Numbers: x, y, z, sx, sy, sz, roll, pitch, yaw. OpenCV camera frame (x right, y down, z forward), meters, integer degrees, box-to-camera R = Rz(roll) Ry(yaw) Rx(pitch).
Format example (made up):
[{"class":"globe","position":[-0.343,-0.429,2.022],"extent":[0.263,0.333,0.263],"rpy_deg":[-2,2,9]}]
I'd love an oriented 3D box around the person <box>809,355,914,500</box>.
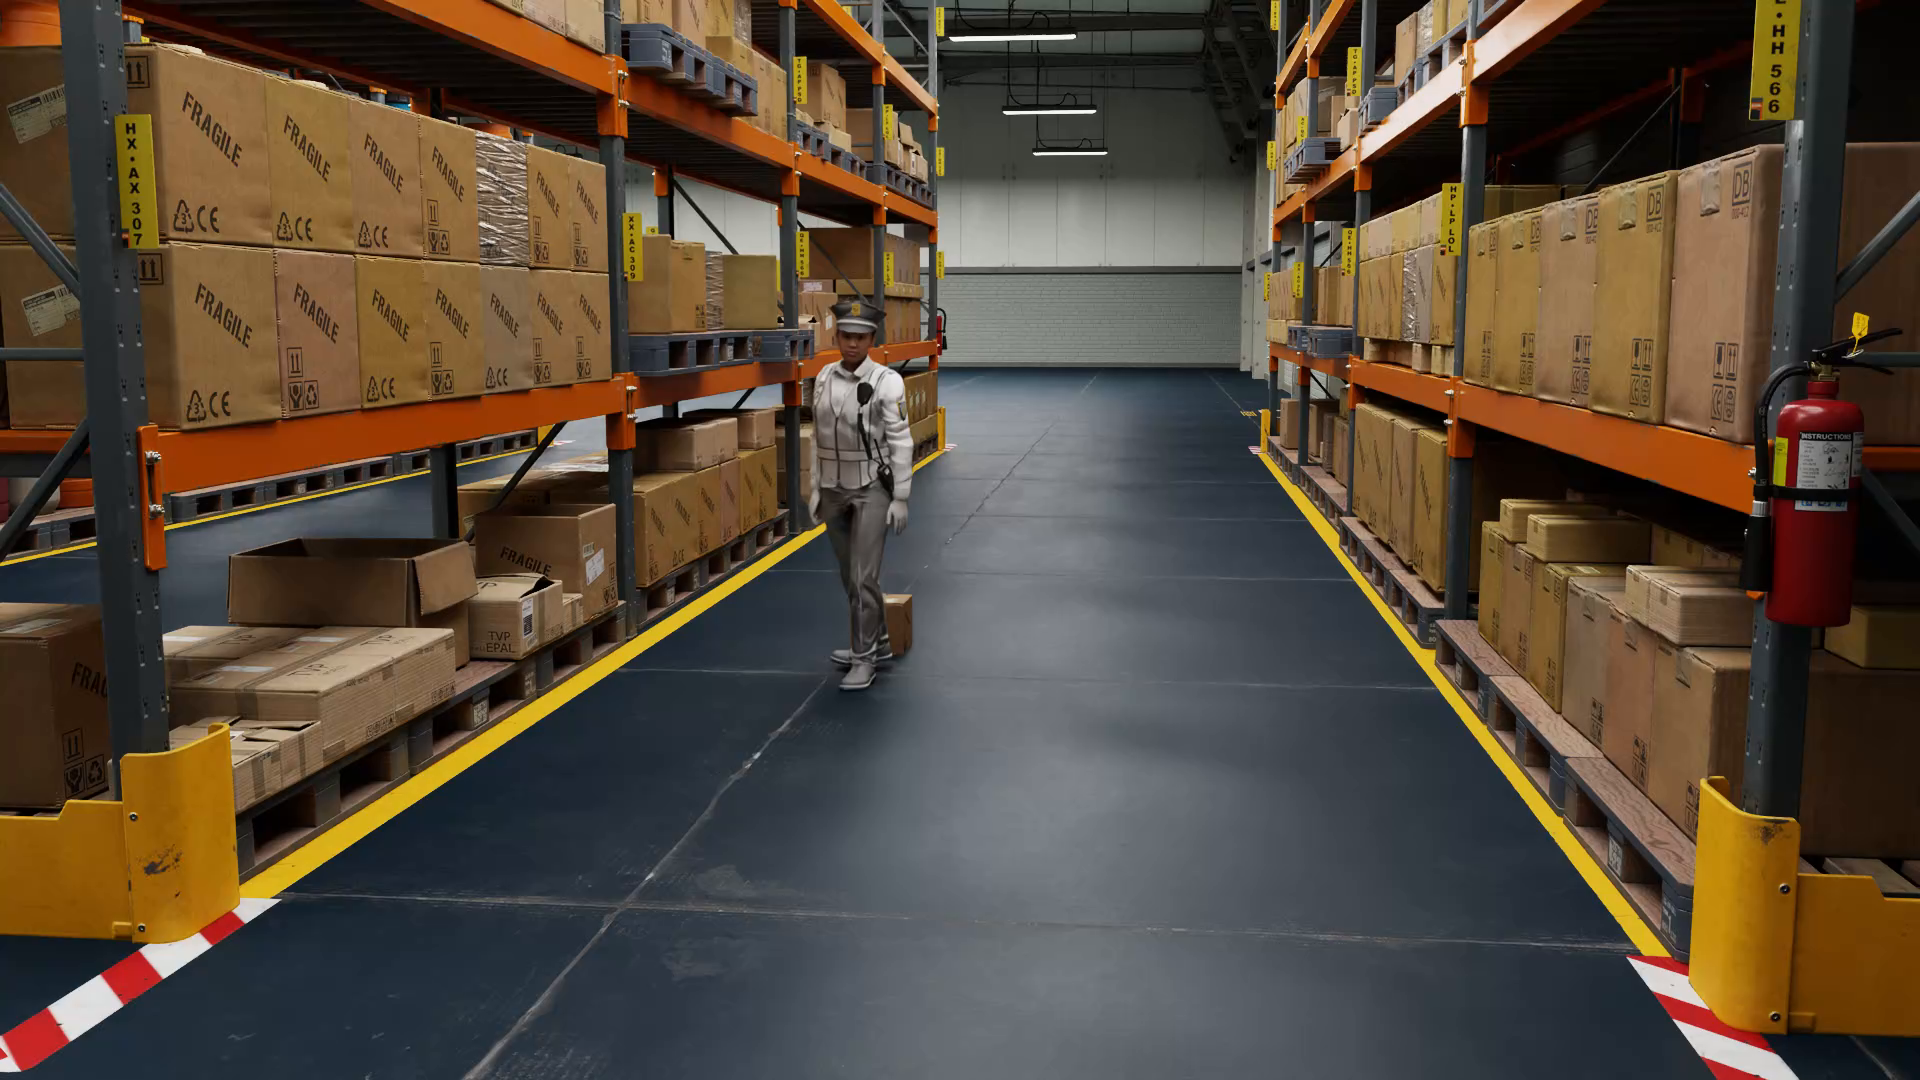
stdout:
[{"class":"person","position":[-0.455,-0.494,7.190],"extent":[0.504,0.621,0.339],"rpy_deg":[5,9,32]}]
